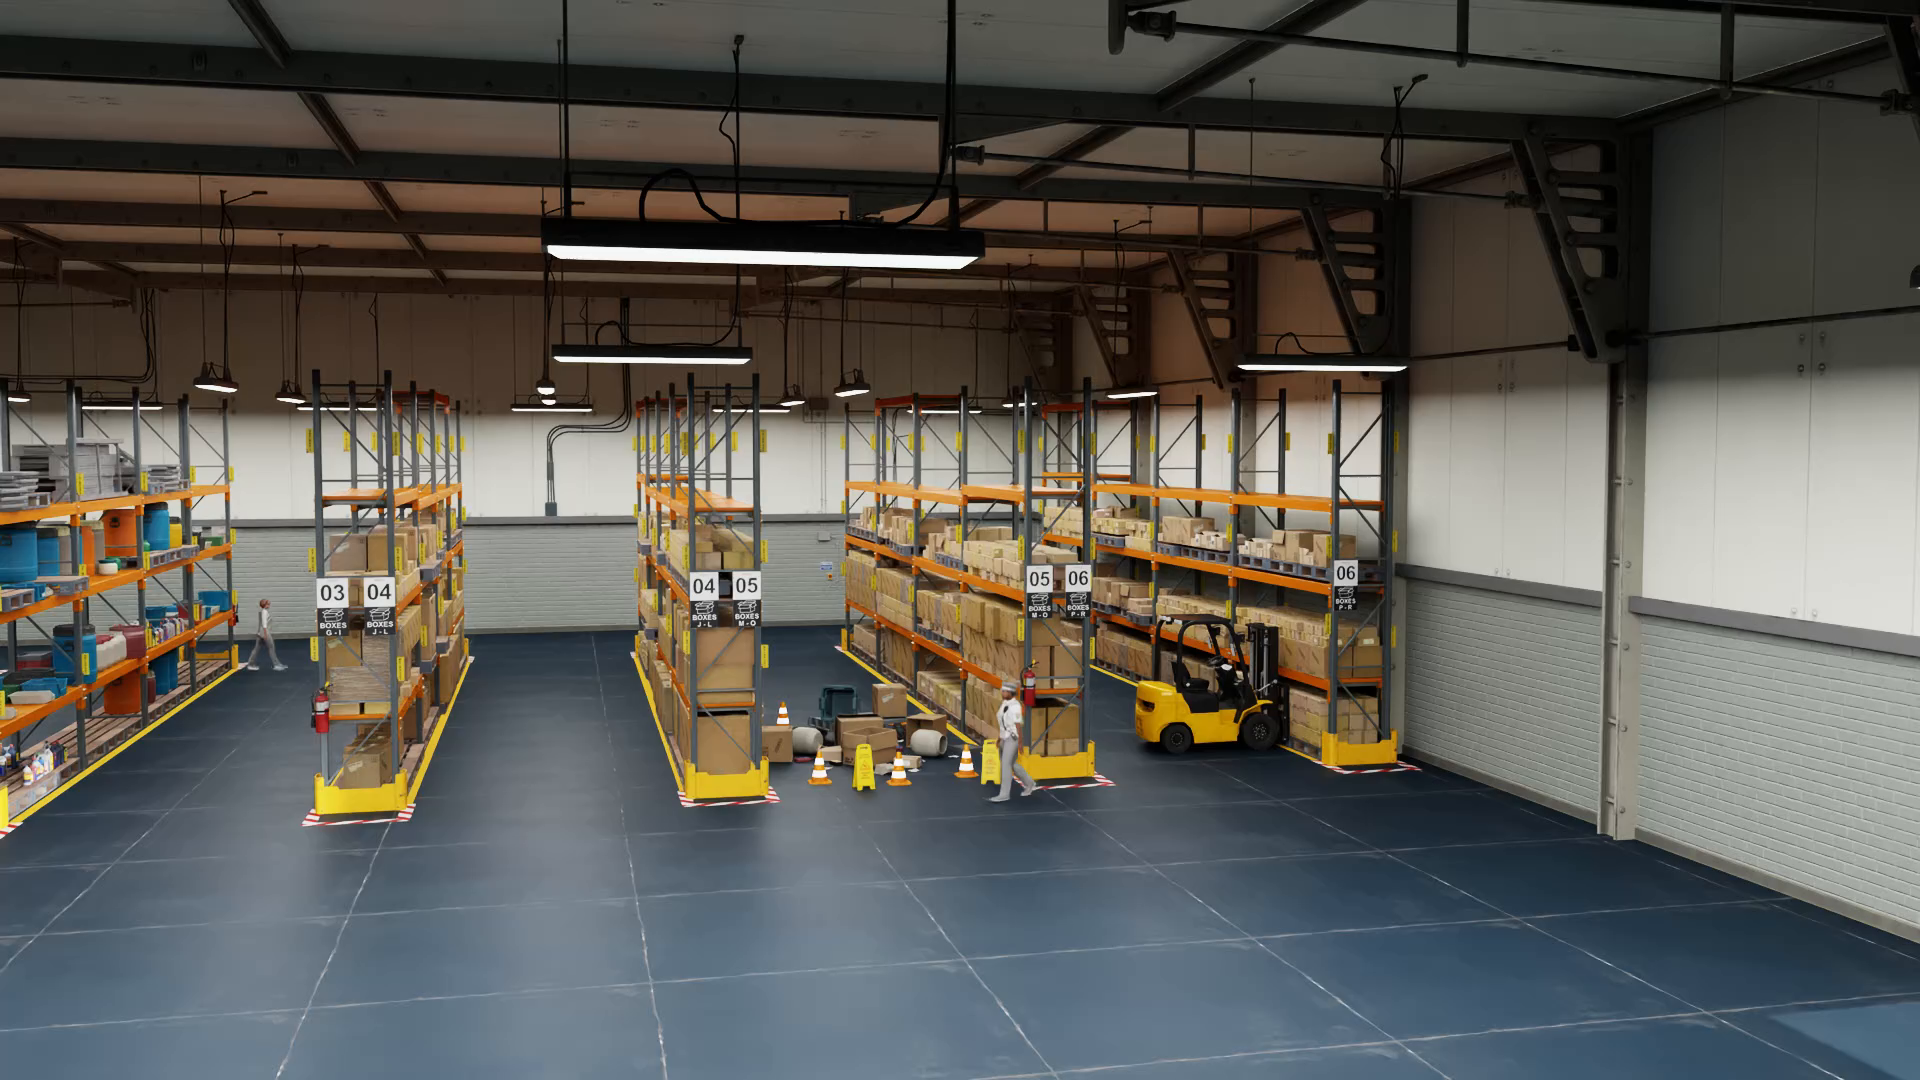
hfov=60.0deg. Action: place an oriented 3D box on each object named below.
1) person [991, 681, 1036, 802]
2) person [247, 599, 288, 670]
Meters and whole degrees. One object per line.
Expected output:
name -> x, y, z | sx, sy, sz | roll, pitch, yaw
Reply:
person -> 0.752, 2.812, 23.432 | 0.775, 1.661, 0.441 | -1, 3, -17
person -> -15.355, 2.083, 36.746 | 0.420, 1.567, 0.819 | 3, 5, 43
